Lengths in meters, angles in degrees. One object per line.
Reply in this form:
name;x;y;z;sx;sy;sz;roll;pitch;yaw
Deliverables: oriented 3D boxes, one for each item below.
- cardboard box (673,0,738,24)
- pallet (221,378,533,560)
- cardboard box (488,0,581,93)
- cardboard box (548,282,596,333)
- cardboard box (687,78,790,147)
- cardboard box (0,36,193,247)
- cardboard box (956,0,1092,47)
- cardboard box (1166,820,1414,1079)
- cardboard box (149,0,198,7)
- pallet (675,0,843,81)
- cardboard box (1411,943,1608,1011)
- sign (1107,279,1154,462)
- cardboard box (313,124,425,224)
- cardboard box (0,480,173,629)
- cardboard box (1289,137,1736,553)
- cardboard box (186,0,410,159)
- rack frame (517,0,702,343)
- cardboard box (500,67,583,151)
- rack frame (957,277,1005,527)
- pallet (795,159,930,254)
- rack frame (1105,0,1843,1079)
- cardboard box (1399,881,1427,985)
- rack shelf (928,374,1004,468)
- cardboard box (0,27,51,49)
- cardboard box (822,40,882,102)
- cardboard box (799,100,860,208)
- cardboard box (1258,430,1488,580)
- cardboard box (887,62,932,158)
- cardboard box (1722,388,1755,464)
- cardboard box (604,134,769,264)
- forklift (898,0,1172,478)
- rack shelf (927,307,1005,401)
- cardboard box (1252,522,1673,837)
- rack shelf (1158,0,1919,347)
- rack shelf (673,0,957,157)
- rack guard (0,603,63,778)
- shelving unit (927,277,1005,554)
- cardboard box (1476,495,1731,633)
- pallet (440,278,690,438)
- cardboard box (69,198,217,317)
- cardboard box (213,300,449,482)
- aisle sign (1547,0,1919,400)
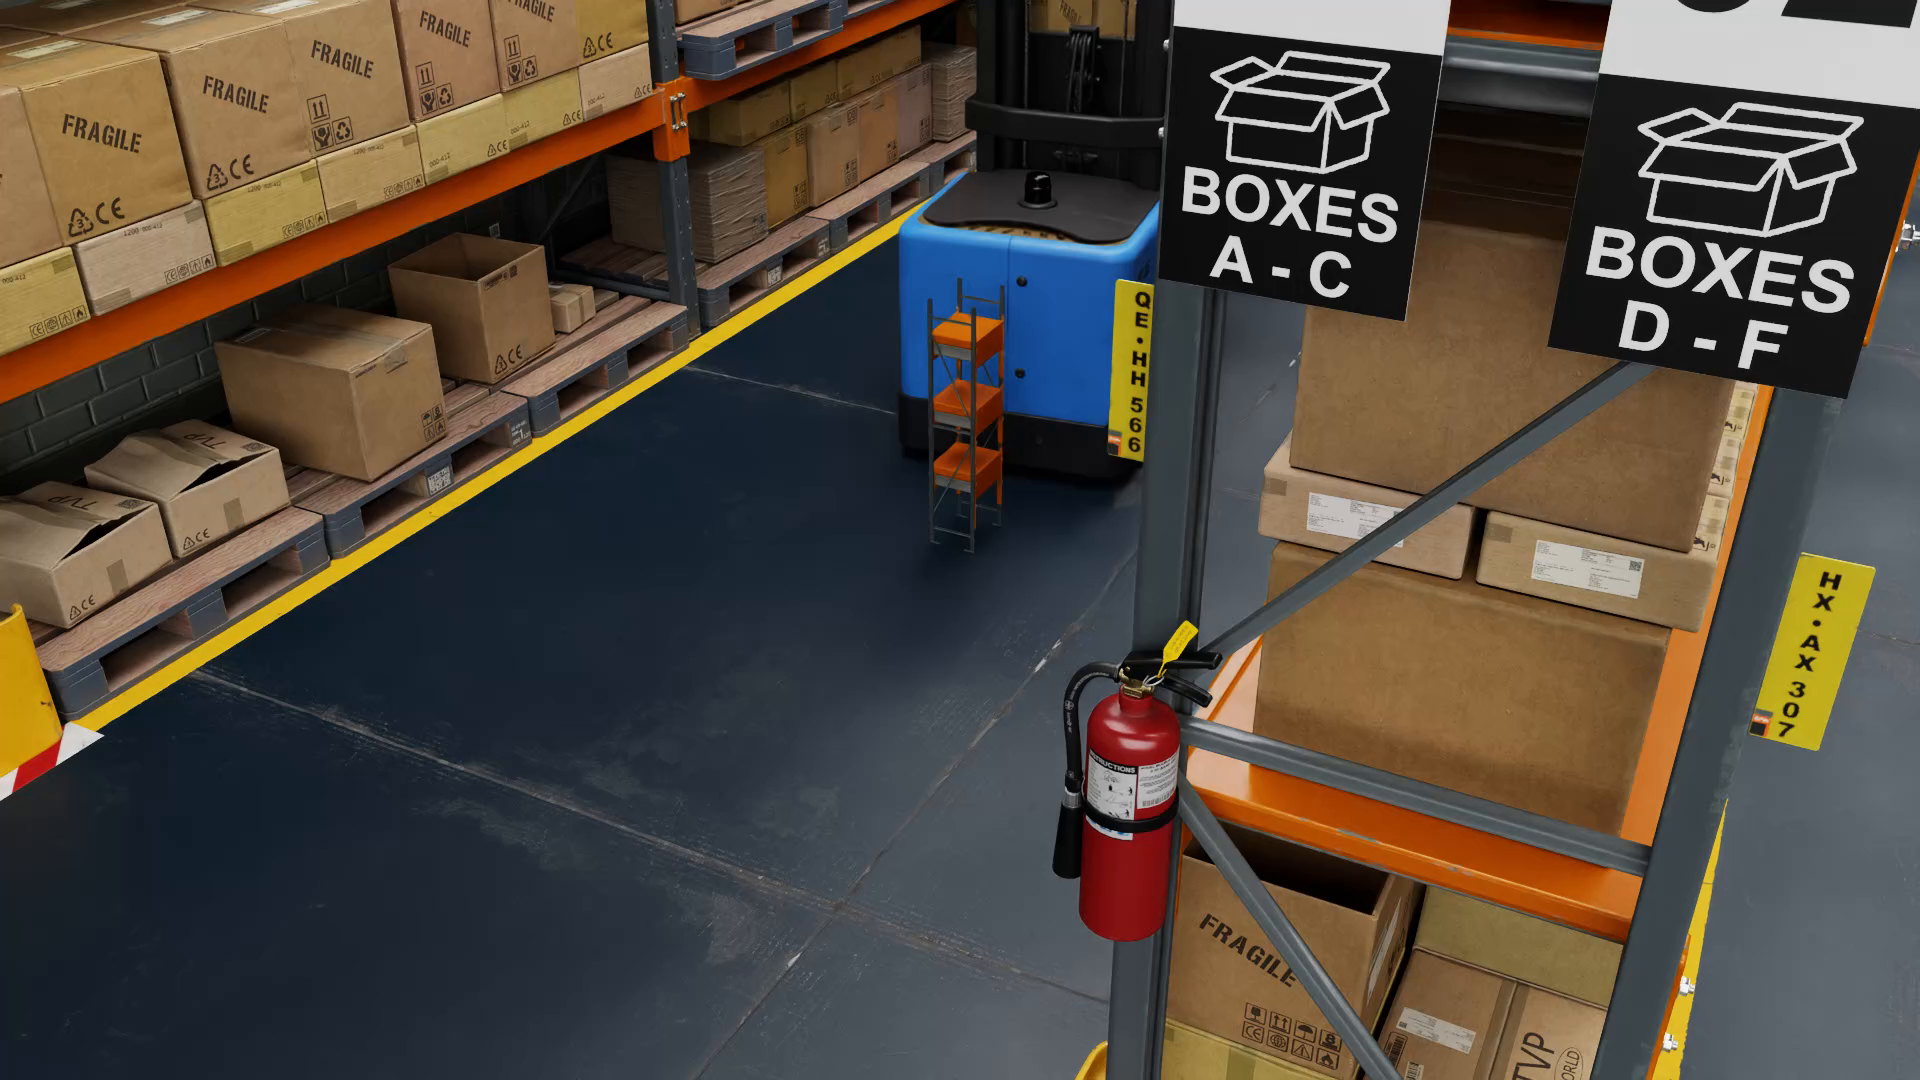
cardboard box;-1.545;-2.895;8.238;0.700;0.500;0.500;14;33;23
pallet;-2.637;-0.385;7.209;1.003;0.211;1.213;14;33;23
cardboard box;-1.970;-2.210;6.963;0.500;0.500;0.500;14;33;23
cardboard box;-2.025;-1.161;8.164;0.380;0.166;0.250;10;31;17
cardboard box;-1.290;-2.401;9.235;0.500;0.250;0.500;14;33;22
cardboard box;-2.911;-1.299;5.378;0.500;0.500;0.500;14;33;23
cardboard box;0.466;-3.763;12.027;0.750;0.750;0.750;14;33;23
cardboard box;0.761;0.832;3.876;0.500;0.500;0.500;14;33;23
cardboard box;-2.905;-1.870;6.372;0.500;0.500;0.500;15;33;24
pallet;-1.330;-2.666;8.573;1.003;0.211;1.213;14;33;23
cardboard box;1.448;1.053;4.244;0.500;0.250;0.500;14;33;23
sign;0.305;-0.282;2.828;0.100;0.325;0.005;14;33;23
cardboard box;-2.431;-1.439;6.375;0.500;0.250;0.500;15;33;24
cardboard box;-3.235;0.019;5.963;0.500;0.311;0.500;11;32;18
cardboard box;1.030;-0.381;2.999;0.700;0.500;0.500;14;33;23
cardboard box;-2.445;-1.758;6.177;0.500;0.500;0.500;15;33;25
rack frame;-1.808;-2.443;7.993;1.000;3.000;0.127;14;33;23
cardboard box;-1.988;-1.889;7.158;0.500;0.250;0.500;14;33;23
rack frame;0.080;-0.533;6.624;0.200;1.050;0.008;14;33;23
pallet;-0.900;-2.122;10.234;1.003;0.211;1.213;14;33;23
rack frame;0.779;0.451;2.952;0.949;2.616;0.053;14;33;23
cardboard box;0.980;0.933;4.452;0.500;0.250;0.500;14;33;23
rack shelf;0.024;-0.470;6.535;0.215;0.259;0.240;14;33;23
cardboard box;-3.366;-1.417;5.583;0.500;0.500;0.500;15;33;24
cardboard box;-0.812;-2.850;10.016;0.500;0.250;0.500;14;33;23
cardboard box;-1.028;-2.338;9.877;0.700;0.500;0.500;15;33;24
cardboard box;0.786;-0.085;3.134;0.380;0.149;0.250;14;33;22
cardboard box;-0.605;-2.790;10.665;0.700;0.500;0.500;14;33;23
cardboard box;1.385;-0.226;3.379;0.380;0.149;0.250;14;33;23
cardboard box;-1.487;-1.880;9.080;0.700;0.500;0.500;15;33;25
forklift;0.700;-2.254;7.731;1.130;2.935;3.031;10;31;17
rack shelf;0.024;-0.716;6.394;0.215;0.259;0.240;14;33;23
cardboard box;1.006;0.205;3.281;0.700;0.500;0.500;14;33;23
rack shelf;1.693;-1.423;3.927;1.077;0.370;4.000;14;33;23
rack shelf;-0.897;-3.018;9.716;1.077;0.370;4.000;14;33;23
rack guard;-3.595;0.380;5.586;1.175;0.500;0.348;14;33;23
shelving unit;0.024;-0.479;6.530;0.215;1.050;0.252;14;33;23
cardboard box;1.152;0.002;2.982;0.380;0.149;0.250;14;33;23
pallet;-2.082;-0.928;8.155;1.003;0.211;1.213;14;33;23
cardboard box;-2.901;-0.991;5.595;0.500;0.250;0.500;13;32;22
cardboard box;-2.596;-0.630;6.903;0.700;0.500;0.500;12;32;20
aisle sign;1.024;-0.577;2.131;0.394;0.787;0.004;14;33;23
